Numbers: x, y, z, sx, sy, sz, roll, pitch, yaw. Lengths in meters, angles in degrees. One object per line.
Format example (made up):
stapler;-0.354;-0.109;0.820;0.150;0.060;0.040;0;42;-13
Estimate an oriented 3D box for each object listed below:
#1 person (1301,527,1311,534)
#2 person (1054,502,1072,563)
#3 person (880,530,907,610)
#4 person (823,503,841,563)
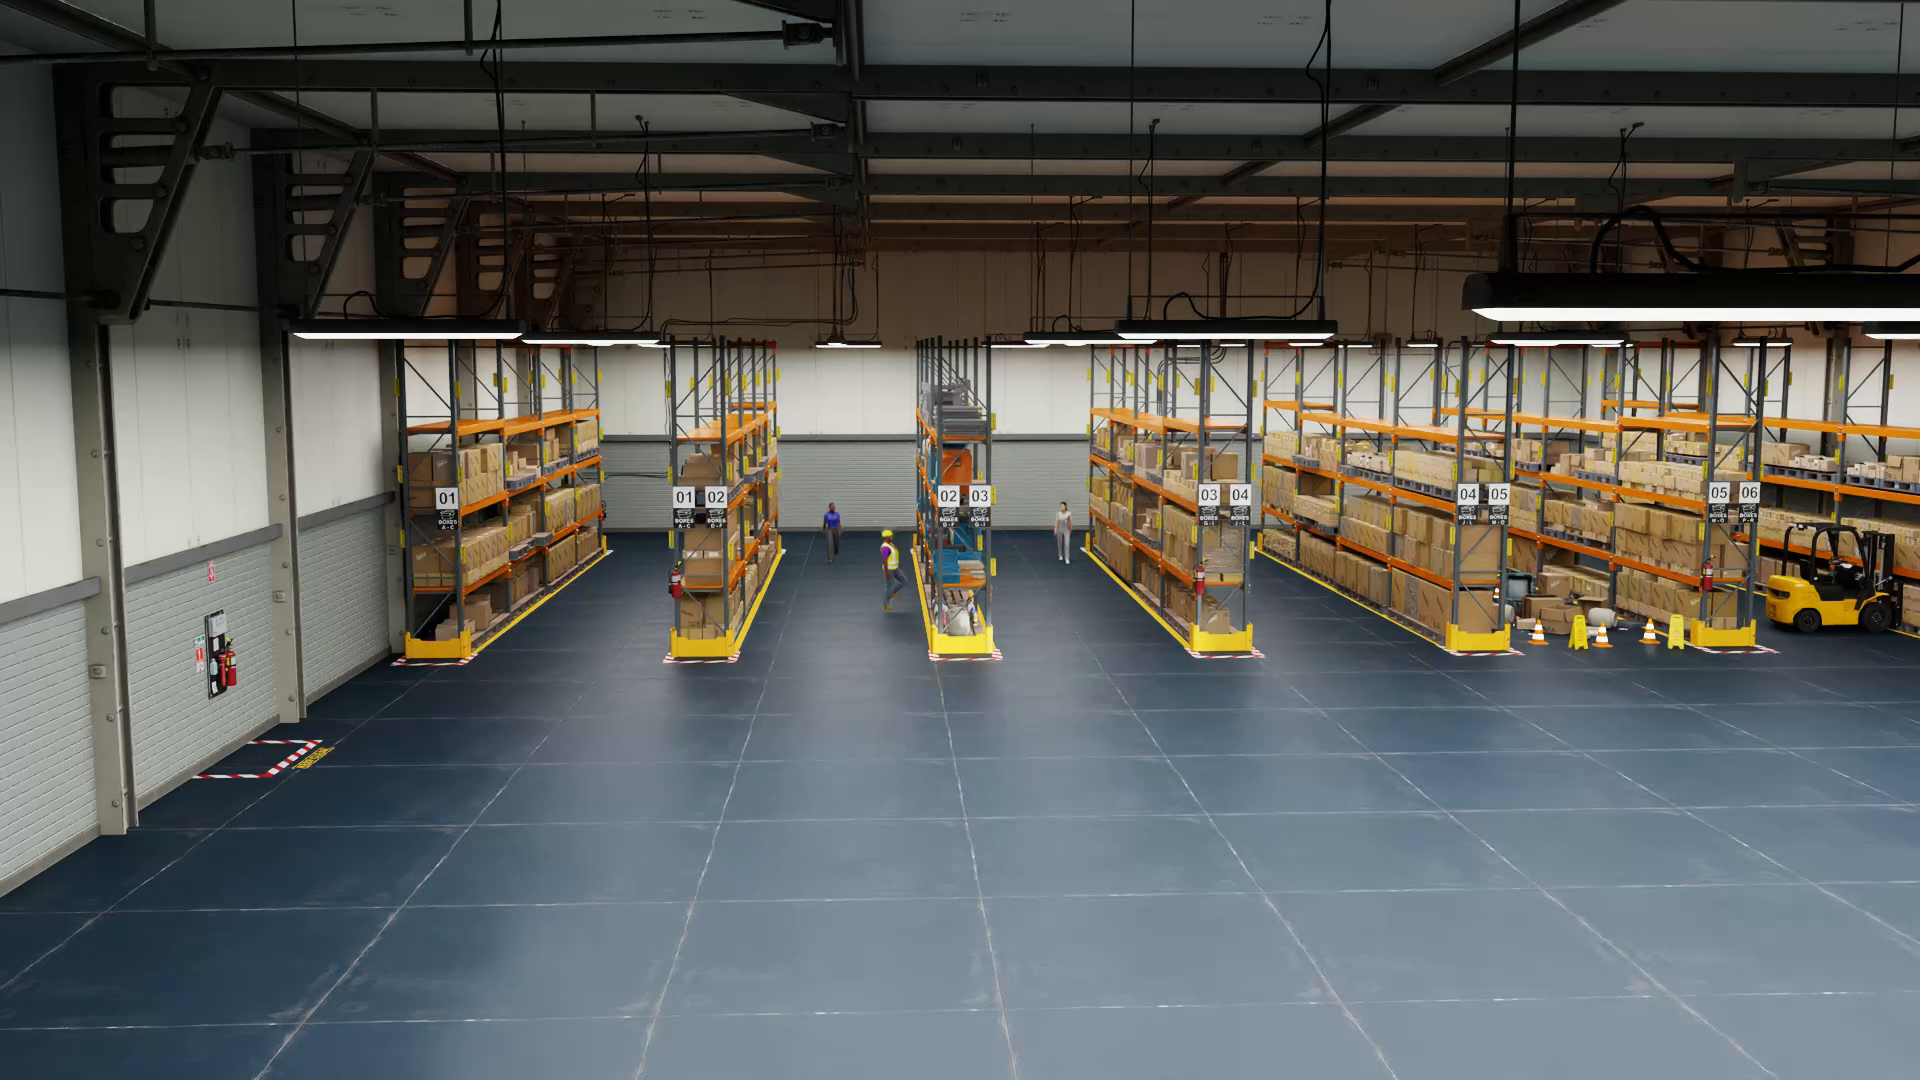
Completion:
person;10.306;-0.731;49.646;0.439;1.650;0.458;-2;7;-13
person;2.799;-0.220;45.088;0.505;1.627;0.943;0;6;1
person;-1.474;0.657;36.550;0.500;1.761;0.656;2;7;15
person;-3.487;-0.212;45.232;0.498;1.595;0.951;-1;7;-8
